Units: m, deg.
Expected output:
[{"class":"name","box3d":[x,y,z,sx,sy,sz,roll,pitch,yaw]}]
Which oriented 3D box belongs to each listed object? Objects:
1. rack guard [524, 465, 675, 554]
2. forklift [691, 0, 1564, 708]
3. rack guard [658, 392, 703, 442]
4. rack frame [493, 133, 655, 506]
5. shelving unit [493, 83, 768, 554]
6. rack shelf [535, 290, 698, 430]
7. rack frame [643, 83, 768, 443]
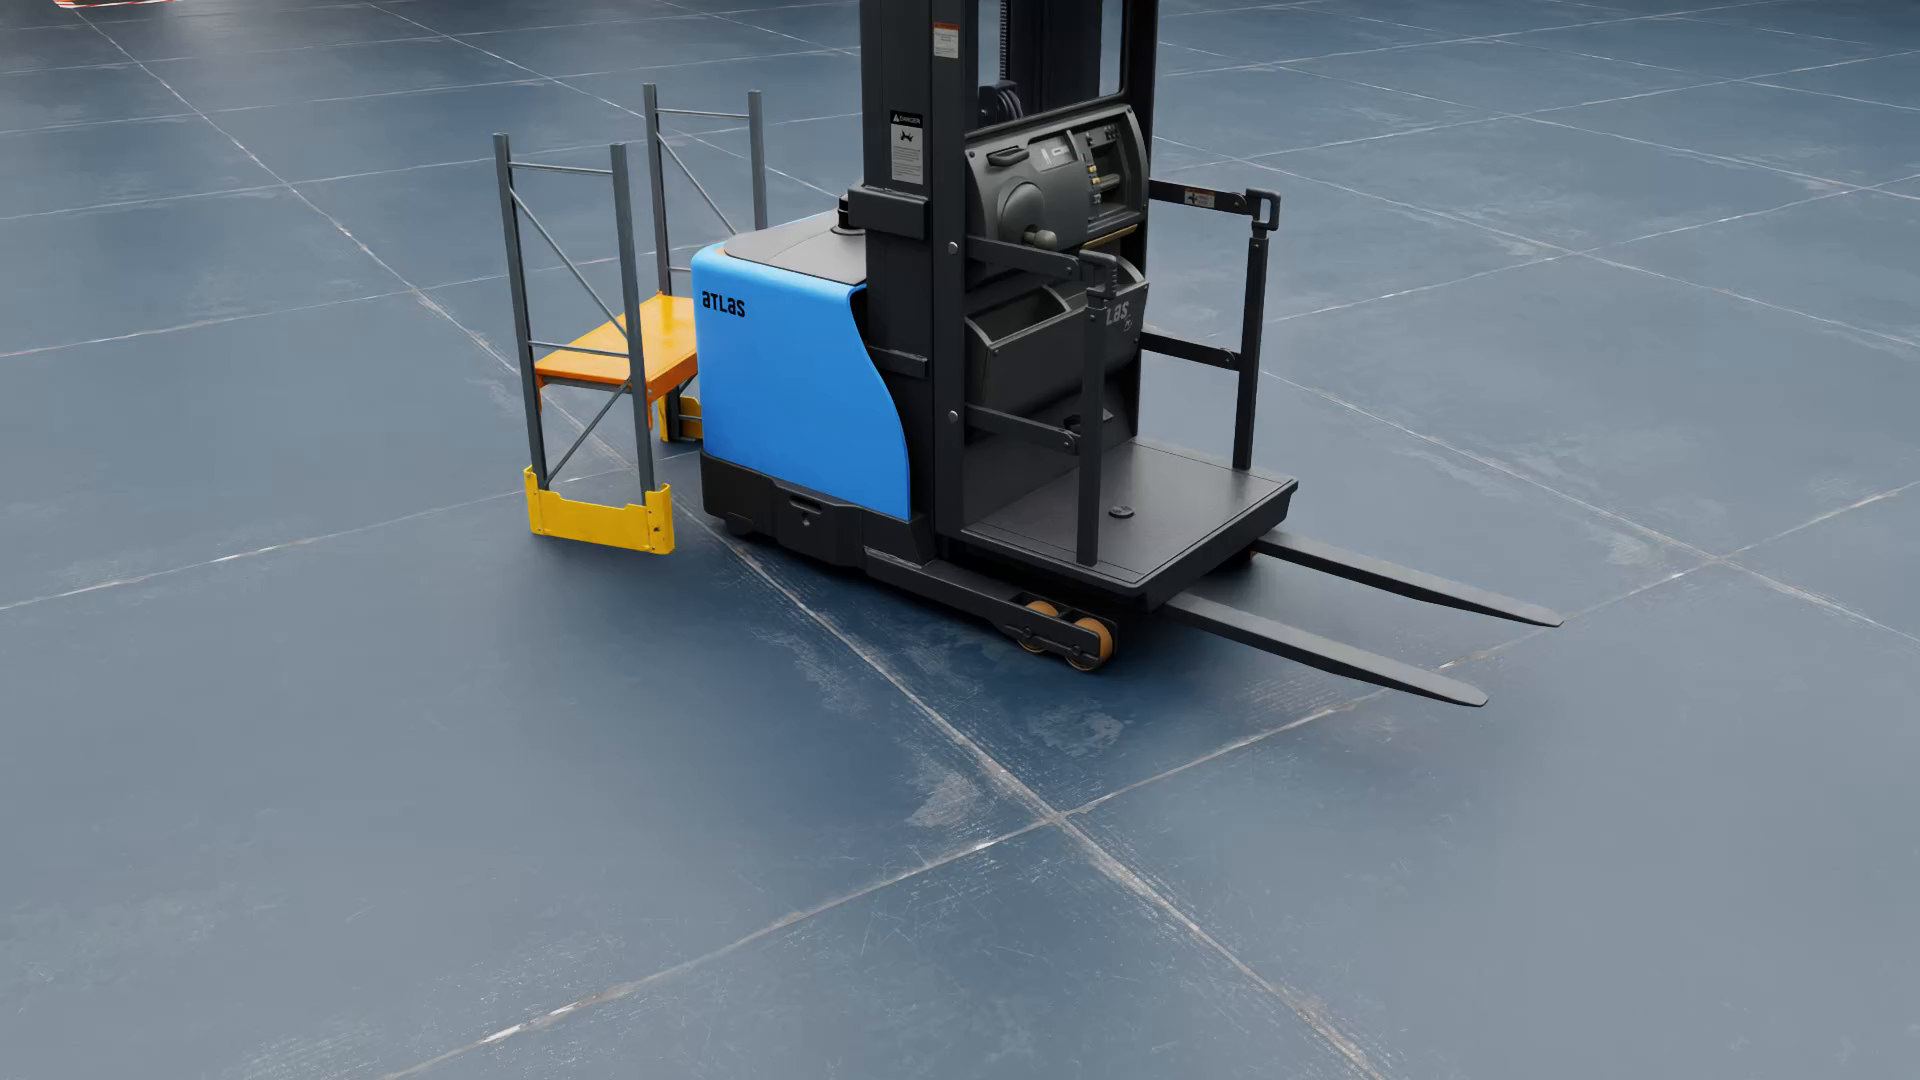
[{"class":"rack guard","box3d":[-1.346,-0.116,6.203,0.587,0.250,0.087,9,27,18]},{"class":"forklift","box3d":[0.494,-1.161,5.276,3.031,2.935,1.130,18,31,34]},{"class":"rack guard","box3d":[-1.005,-0.516,7.050,0.587,0.250,0.087,9,27,18]},{"class":"rack frame","box3d":[-1.353,-0.674,5.920,0.500,1.500,0.032,9,27,18]},{"class":"shelving unit","box3d":[-1.176,-0.881,6.360,0.587,1.500,1.083,9,27,18]},{"class":"rack shelf","box3d":[-1.179,-0.715,6.429,0.538,0.185,1.000,9,27,18]},{"class":"rack frame","box3d":[-1.005,-1.081,6.784,0.500,1.500,0.032,9,27,18]}]
